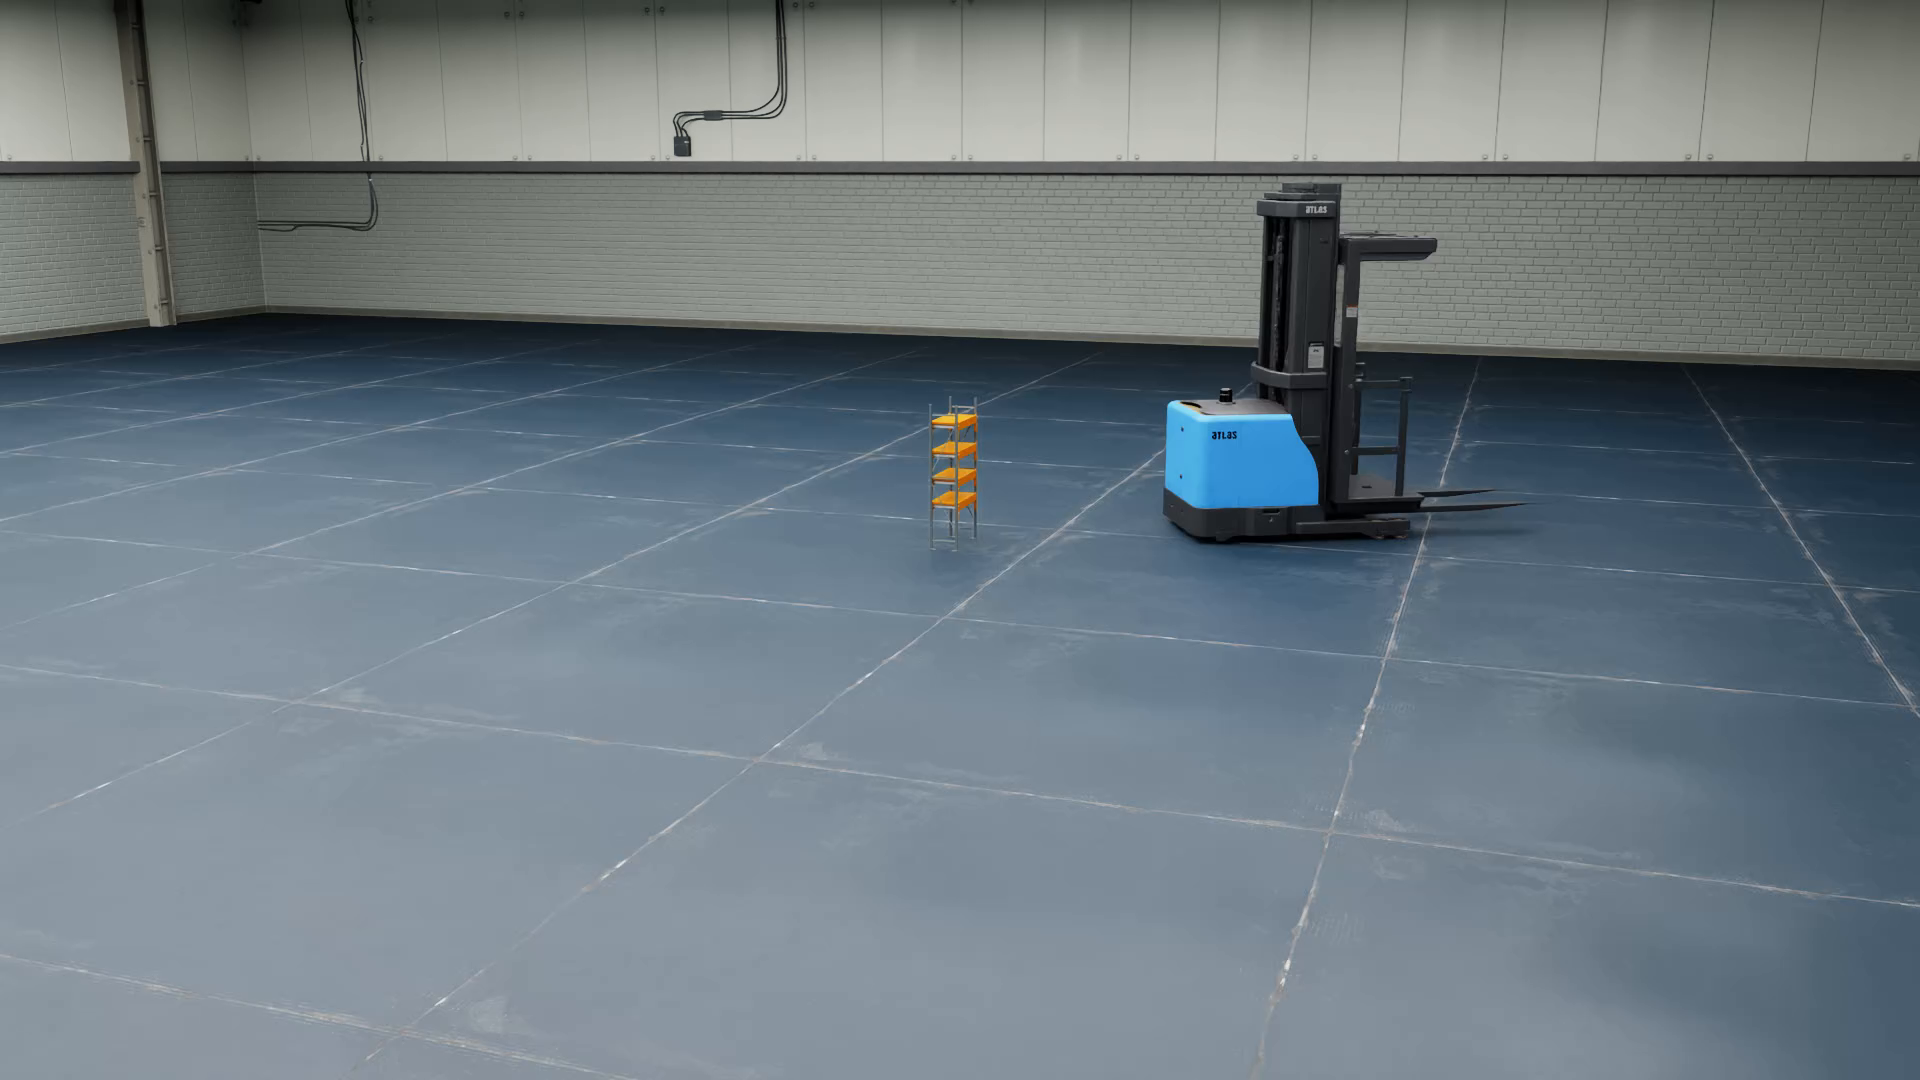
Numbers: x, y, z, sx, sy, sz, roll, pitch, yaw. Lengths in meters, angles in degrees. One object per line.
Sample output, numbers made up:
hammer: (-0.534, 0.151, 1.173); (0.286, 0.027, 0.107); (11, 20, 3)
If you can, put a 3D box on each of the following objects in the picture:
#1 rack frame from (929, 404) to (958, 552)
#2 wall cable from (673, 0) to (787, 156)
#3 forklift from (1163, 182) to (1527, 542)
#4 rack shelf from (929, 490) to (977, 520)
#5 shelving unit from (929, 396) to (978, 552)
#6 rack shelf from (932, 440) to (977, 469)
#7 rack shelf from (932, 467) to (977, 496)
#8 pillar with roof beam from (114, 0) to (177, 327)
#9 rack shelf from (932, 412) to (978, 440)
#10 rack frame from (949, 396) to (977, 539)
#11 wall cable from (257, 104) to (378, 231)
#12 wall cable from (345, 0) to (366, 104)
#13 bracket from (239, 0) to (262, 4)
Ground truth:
rack frame: (-0.133, -0.499, 13.477); (0.240, 1.200, 0.015); (4, 14, 18)
wall cable: (-4.242, -10.035, 30.088); (2.305, 6.003, 0.169); (4, 14, 18)
forklift: (3.355, -1.548, 14.182); (3.031, 2.935, 1.130); (-2, 13, -9)
rack shelf: (-0.054, -0.291, 13.761); (0.258, 0.148, 0.480); (4, 14, 18)
shelving unit: (-0.054, -0.550, 13.702); (0.258, 1.200, 0.503); (4, 14, 18)
rack shelf: (-0.054, -0.703, 13.667); (0.258, 0.148, 0.480); (4, 14, 18)
rack shelf: (-0.054, -0.485, 13.717); (0.258, 0.148, 0.480); (4, 14, 18)
pillar with roof beam: (-11.351, -8.229, 29.817); (9.100, 9.000, 0.548); (4, 14, 18)
rack shelf: (-0.054, -0.933, 13.614); (0.258, 0.148, 0.480); (4, 14, 18)
rack frame: (0.025, -0.601, 13.927); (0.240, 1.200, 0.015); (4, 14, 18)
wall cable: (-13.220, -7.550, 33.821); (3.097, 2.526, 0.112); (4, 14, 18)
wall cable: (-10.660, -9.817, 32.406); (3.097, 2.526, 0.112); (4, 14, 18)
bracket: (-14.187, -10.854, 33.232); (0.235, 0.232, 0.430); (4, 14, 18)
